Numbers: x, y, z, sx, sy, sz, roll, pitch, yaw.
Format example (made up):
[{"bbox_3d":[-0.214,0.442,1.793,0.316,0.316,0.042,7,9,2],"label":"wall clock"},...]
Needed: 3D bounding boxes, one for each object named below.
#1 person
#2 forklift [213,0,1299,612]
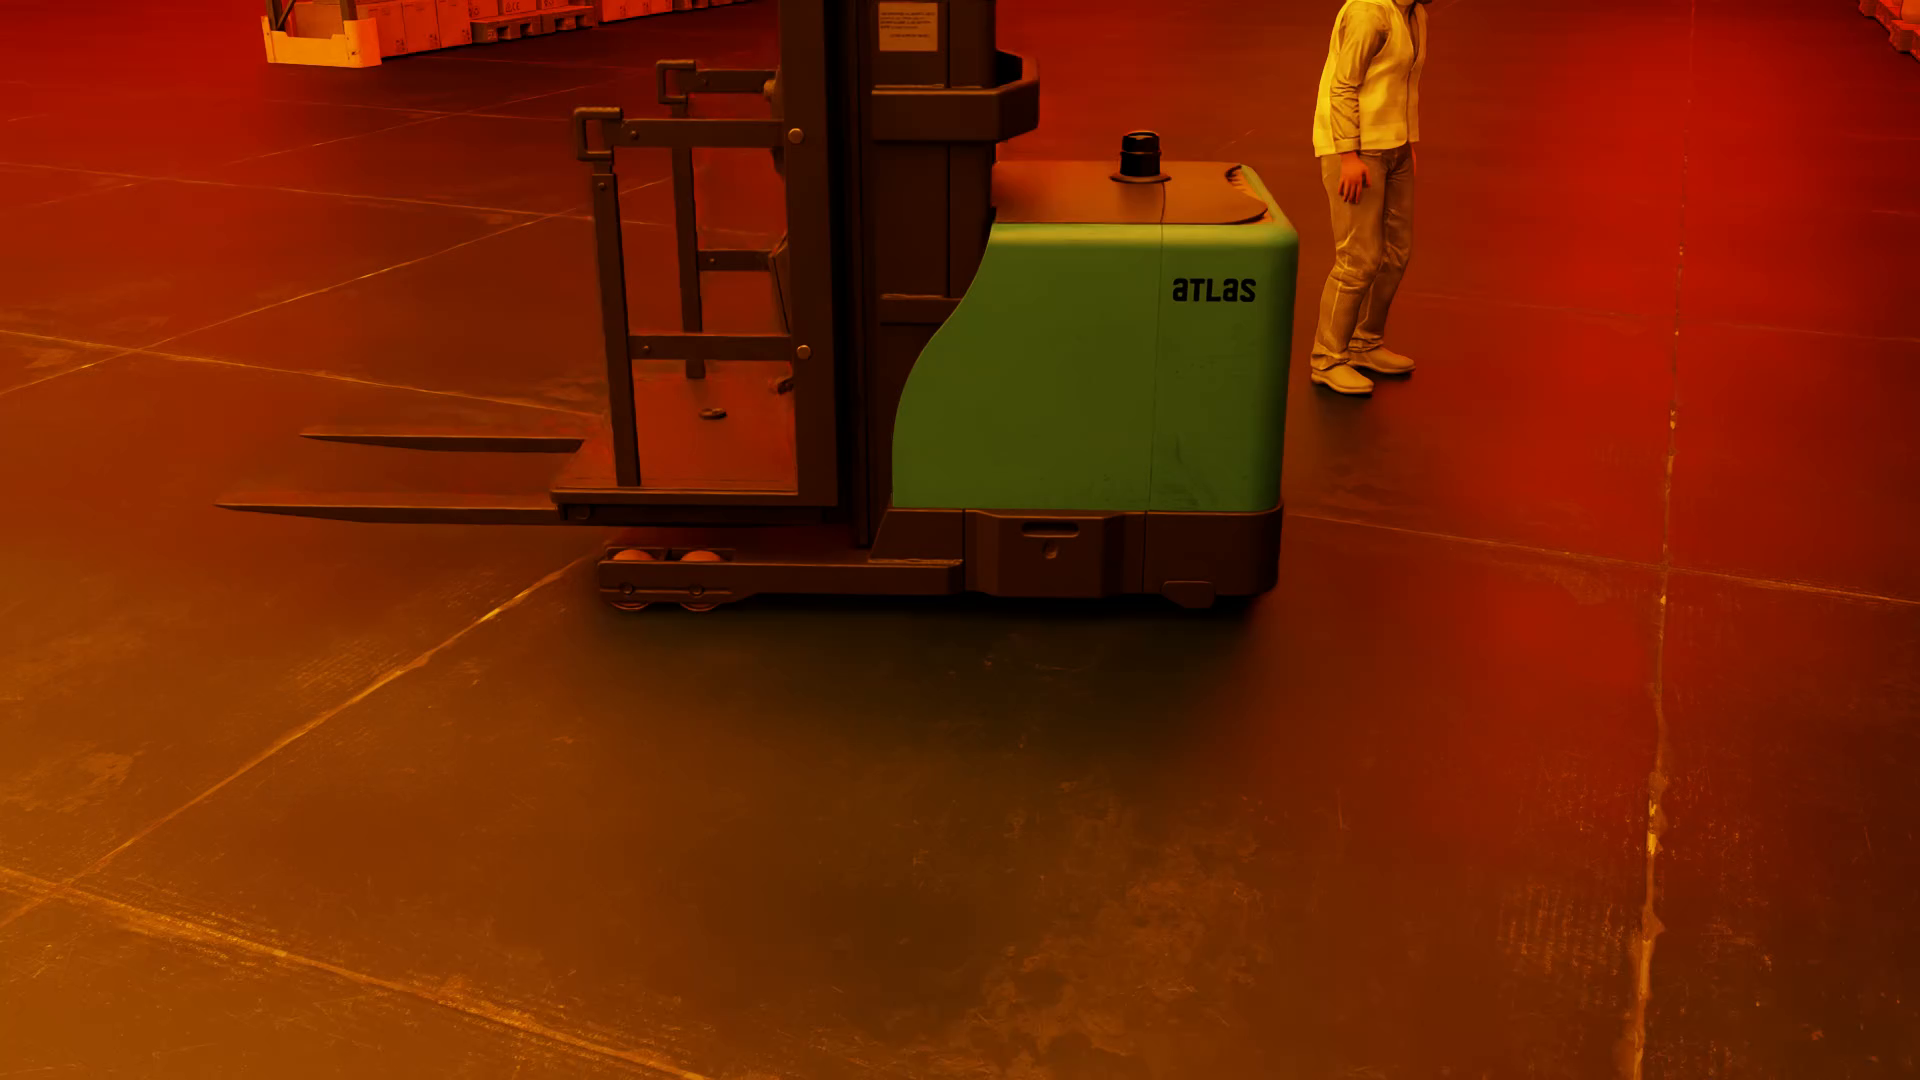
[{"bbox_3d":[1.592,-1.483,6.348,0.467,1.769,0.580,18,28,36],"label":"person"},{"bbox_3d":[-0.616,-1.356,4.536,3.031,2.935,1.130,1,23,2],"label":"forklift"}]
